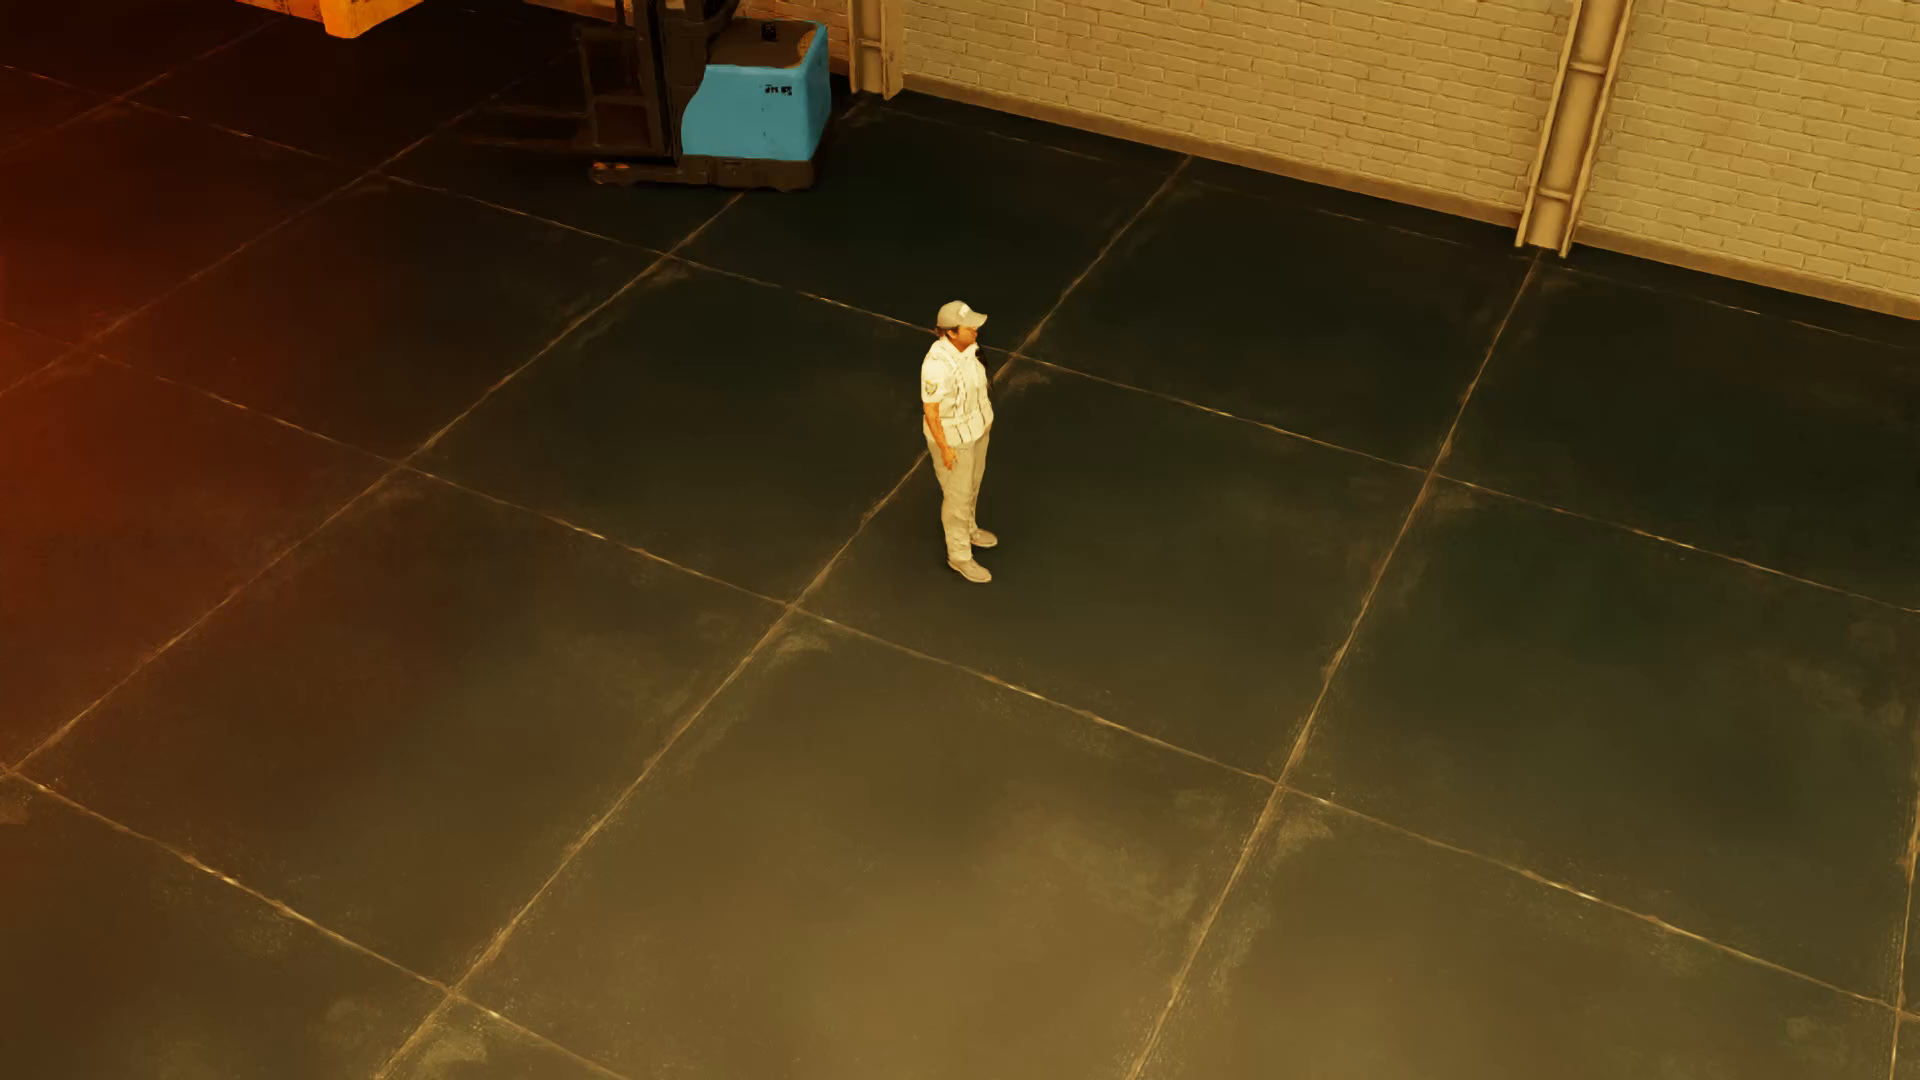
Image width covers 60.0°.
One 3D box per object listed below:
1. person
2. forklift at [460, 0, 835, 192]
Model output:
[{"bbox_3d":[0.058,-0.607,9.678,0.529,1.669,0.598,18,43,21],"label":"person"},{"bbox_3d":[-2.632,-4.383,13.190,3.031,2.935,1.130,5,40,6],"label":"forklift"}]
